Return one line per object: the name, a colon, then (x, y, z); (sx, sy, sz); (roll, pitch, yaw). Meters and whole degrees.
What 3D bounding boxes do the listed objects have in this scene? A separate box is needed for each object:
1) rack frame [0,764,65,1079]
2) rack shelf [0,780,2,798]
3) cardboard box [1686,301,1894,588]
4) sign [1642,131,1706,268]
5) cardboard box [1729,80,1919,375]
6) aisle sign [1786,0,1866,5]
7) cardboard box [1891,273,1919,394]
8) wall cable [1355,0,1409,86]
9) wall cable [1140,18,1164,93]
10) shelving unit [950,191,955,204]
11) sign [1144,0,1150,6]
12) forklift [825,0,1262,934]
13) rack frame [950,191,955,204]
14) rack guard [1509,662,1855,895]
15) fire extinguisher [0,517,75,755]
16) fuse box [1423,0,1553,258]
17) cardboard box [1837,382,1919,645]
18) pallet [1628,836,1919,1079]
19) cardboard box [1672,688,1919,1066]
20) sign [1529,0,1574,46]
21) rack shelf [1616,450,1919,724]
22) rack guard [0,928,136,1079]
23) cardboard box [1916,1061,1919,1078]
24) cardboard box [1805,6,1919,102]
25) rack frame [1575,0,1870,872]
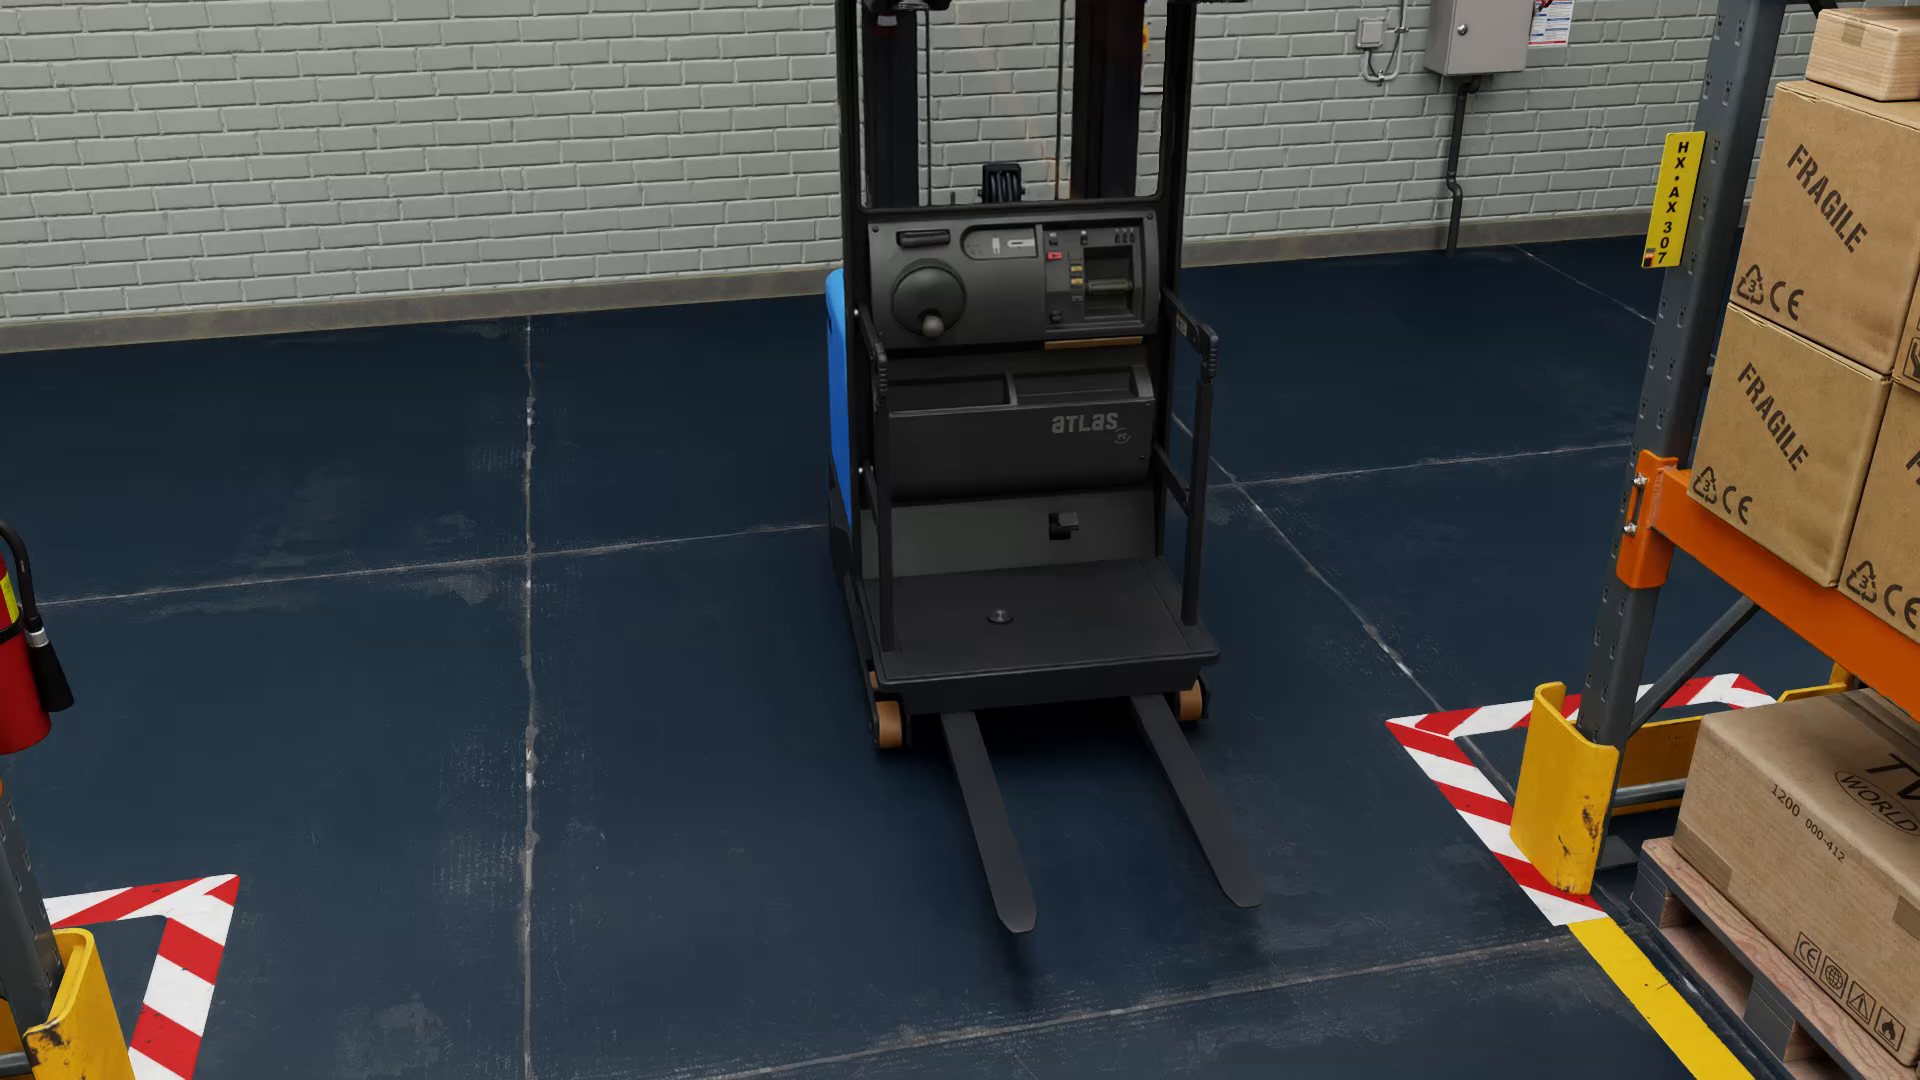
rack frame: (-2.554, 0.103, 3.216); (0.949, 2.616, 0.053); (-6, 27, -12)
rack shelf: (-2.100, 1.302, 1.640); (1.077, 0.370, 4.000); (-6, 27, -12)
cardboard box: (2.078, -0.249, 3.803); (0.500, 0.500, 0.500); (-6, 27, -12)
sign: (1.707, -0.812, 3.982); (0.100, 0.325, 0.005); (-6, 27, -12)
cardboard box: (2.080, -0.695, 3.578); (0.500, 0.500, 0.500); (-7, 28, -13)
aisle sign: (1.951, -1.607, 3.719); (0.394, 0.787, 0.004); (-6, 27, -12)
cardboard box: (2.203, -0.469, 3.130); (0.500, 0.500, 0.500); (-7, 28, -13)
wall cable: (2.335, -3.520, 9.267); (0.588, 1.984, 0.122); (-6, 27, -12)
wall cable: (0.956, -3.385, 8.965); (0.585, 1.953, 0.123); (-6, 27, -12)
shelving unit: (-0.099, -0.815, 7.032); (0.258, 1.200, 0.503); (-4, 27, -8)
sign: (0.895, -3.060, 9.183); (0.327, 0.218, 0.001); (-6, 27, -12)
forklift: (0.212, -0.800, 5.083); (1.130, 2.935, 3.031); (-4, 27, -8)
rack frame: (-0.139, -0.923, 7.247); (0.240, 1.200, 0.015); (-4, 27, -8)
rack guard: (2.244, 0.661, 4.885); (1.175, 0.500, 0.348); (-6, 27, -12)
fire extinguisher: (-2.158, 0.147, 3.630); (0.296, 0.674, 0.183); (-6, 27, -12)
fuse box: (3.036, -2.491, 9.787); (0.539, 1.711, 0.414); (-6, 27, -12)
cardboard box: (2.219, -0.030, 3.369); (0.500, 0.500, 0.500); (-6, 27, -12)
pallet: (2.506, 1.144, 4.250); (1.003, 0.211, 1.213); (-6, 27, -12)
cardboard box: (2.496, 0.792, 4.230); (0.875, 0.438, 0.875); (-7, 28, -13)
sign: (3.470, -3.165, 9.797); (0.329, 0.494, 0.001); (-6, 27, -12)
rack shelf: (2.700, 0.755, 2.723); (1.077, 0.370, 4.000); (-6, 27, -12)
rack guard: (-2.533, 1.252, 3.714); (1.175, 0.500, 0.348); (-6, 27, -12)
cardboard box: (2.710, 1.193, 3.435); (0.875, 0.438, 0.875); (-5, 27, -10)
cardboard box: (2.060, -1.041, 3.542); (0.380, 0.149, 0.250); (-5, 27, -11)
rack frame: (2.250, -0.444, 4.301); (1.000, 3.000, 0.127); (-6, 27, -12)
